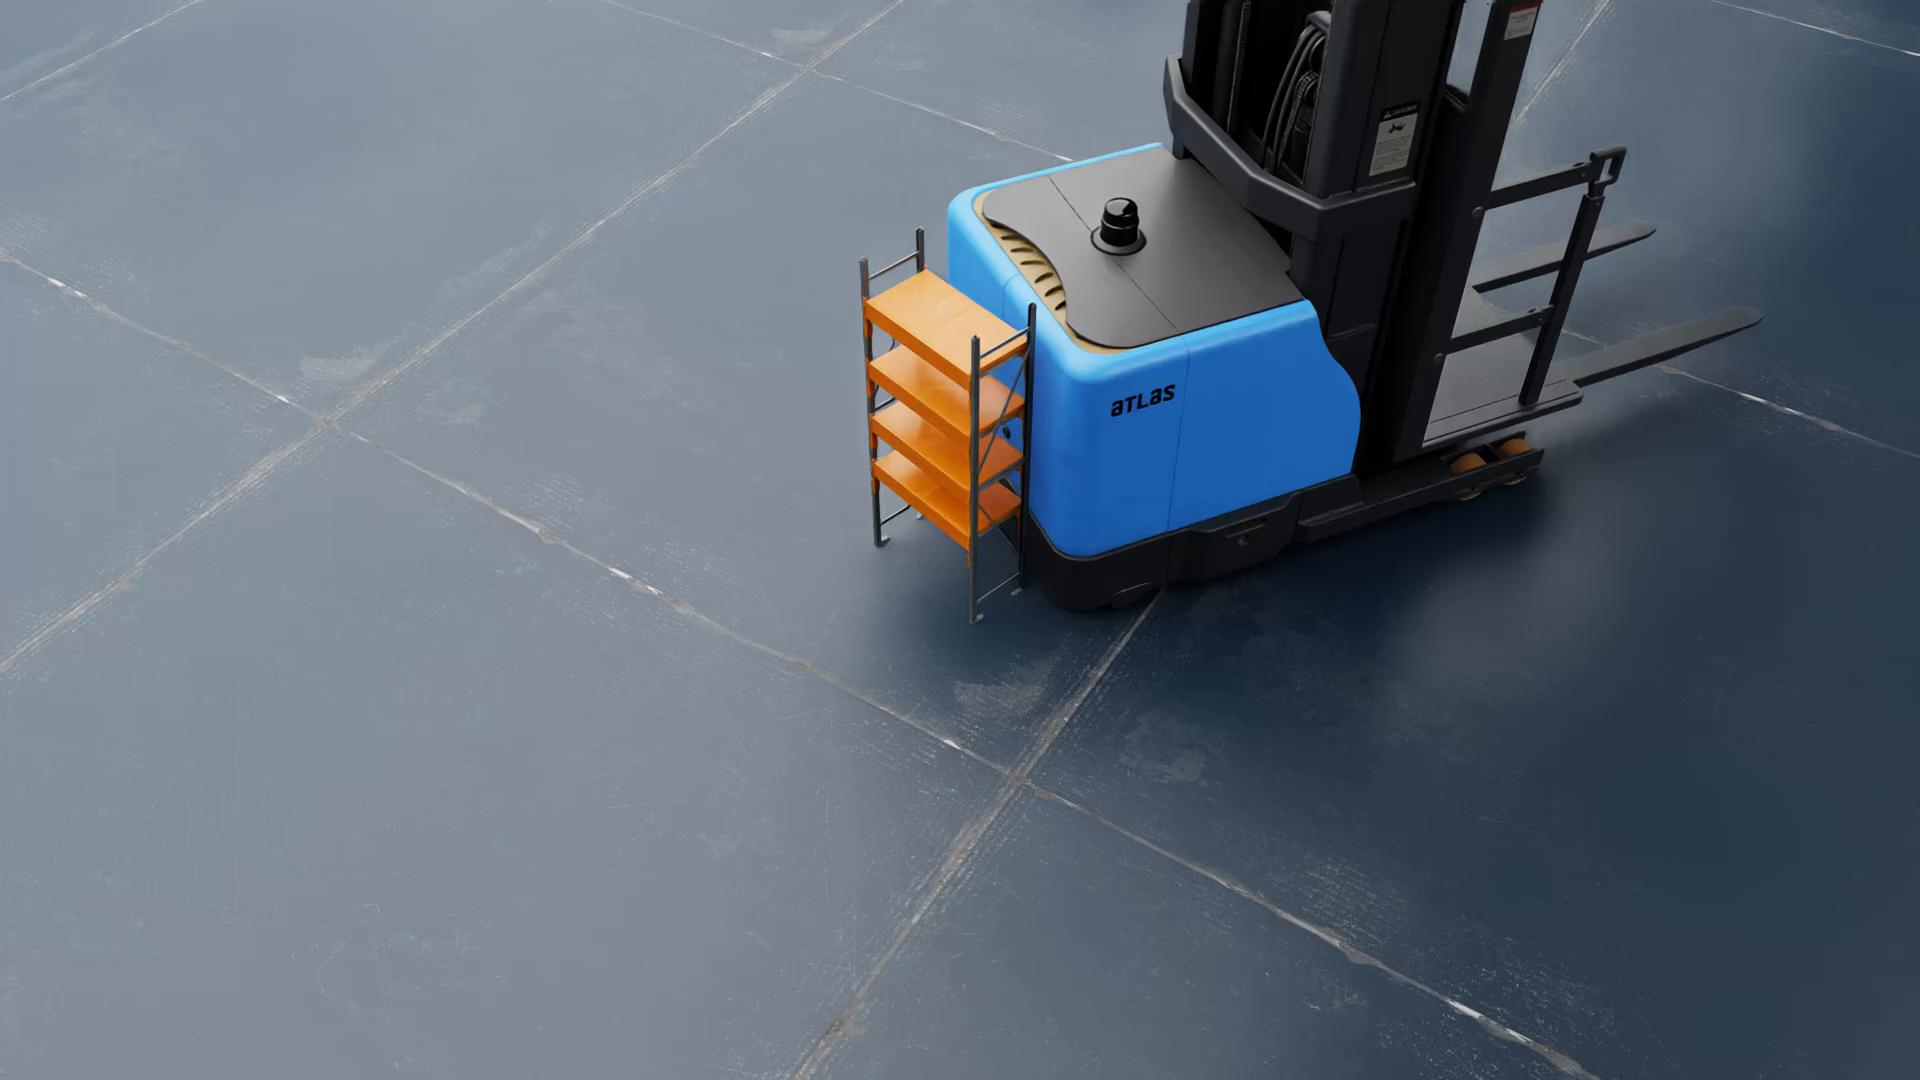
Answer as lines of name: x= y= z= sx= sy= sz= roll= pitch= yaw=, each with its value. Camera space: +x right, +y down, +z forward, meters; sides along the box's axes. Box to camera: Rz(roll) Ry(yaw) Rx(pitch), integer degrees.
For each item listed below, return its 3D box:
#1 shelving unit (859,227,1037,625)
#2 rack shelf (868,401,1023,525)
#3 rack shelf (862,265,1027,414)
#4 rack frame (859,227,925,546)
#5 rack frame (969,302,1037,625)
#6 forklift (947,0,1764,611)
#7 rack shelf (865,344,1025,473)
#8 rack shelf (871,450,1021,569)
shelving unit: x=-0.038 y=-0.330 z=5.234 sx=0.258 sy=1.200 sz=0.503 roll=-33 pitch=54 yaw=-28
rack shelf: x=-0.038 y=-0.283 z=5.282 sx=0.258 sy=0.148 sz=0.480 roll=-33 pitch=54 yaw=-28
rack shelf: x=-0.038 y=-0.604 z=4.952 sx=0.258 sy=0.148 sz=0.480 roll=-33 pitch=54 yaw=-28
rack frame: x=-0.202 y=-0.460 z=5.360 sx=0.240 sy=1.200 sz=0.015 roll=-33 pitch=54 yaw=-28
rack frame: x=0.125 y=-0.200 z=5.108 sx=0.240 sy=1.200 sz=0.015 roll=-33 pitch=54 yaw=-28
forklift: x=1.510 y=-1.494 z=5.158 sx=3.031 sy=2.935 sz=1.130 roll=-17 pitch=48 yaw=-16
rack shelf: x=-0.038 y=-0.439 z=5.122 sx=0.258 sy=0.148 sz=0.480 roll=-33 pitch=54 yaw=-28
rack shelf: x=-0.038 y=-0.145 z=5.425 sx=0.258 sy=0.148 sz=0.480 roll=-33 pitch=54 yaw=-28
